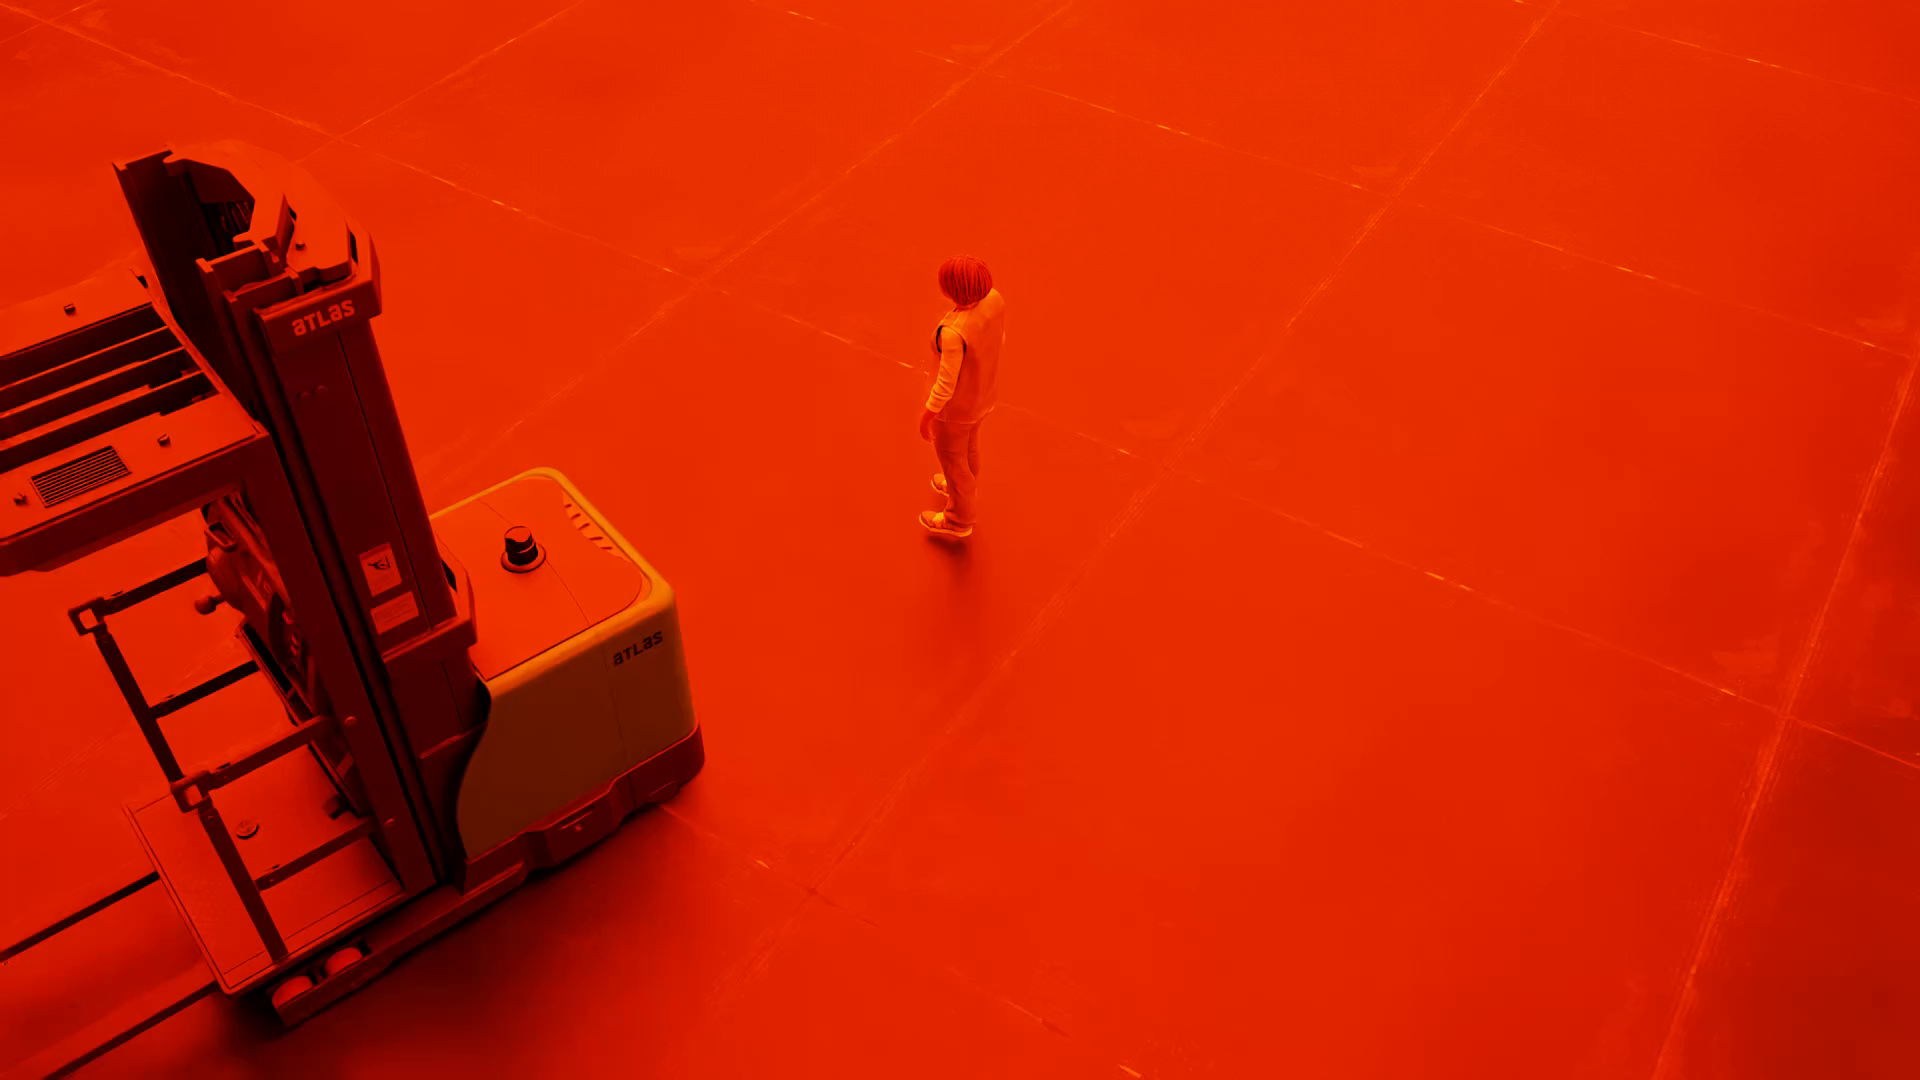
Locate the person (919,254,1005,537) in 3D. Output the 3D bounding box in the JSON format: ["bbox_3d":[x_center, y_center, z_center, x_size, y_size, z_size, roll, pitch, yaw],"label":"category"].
[{"bbox_3d":[-0.055,-0.650,7.434,0.472,1.599,0.520,24,48,23],"label":"person"}]

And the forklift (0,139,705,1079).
[{"bbox_3d":[-2.523,0.289,5.544,3.031,2.935,1.130,-29,51,-27],"label":"forklift"}]
